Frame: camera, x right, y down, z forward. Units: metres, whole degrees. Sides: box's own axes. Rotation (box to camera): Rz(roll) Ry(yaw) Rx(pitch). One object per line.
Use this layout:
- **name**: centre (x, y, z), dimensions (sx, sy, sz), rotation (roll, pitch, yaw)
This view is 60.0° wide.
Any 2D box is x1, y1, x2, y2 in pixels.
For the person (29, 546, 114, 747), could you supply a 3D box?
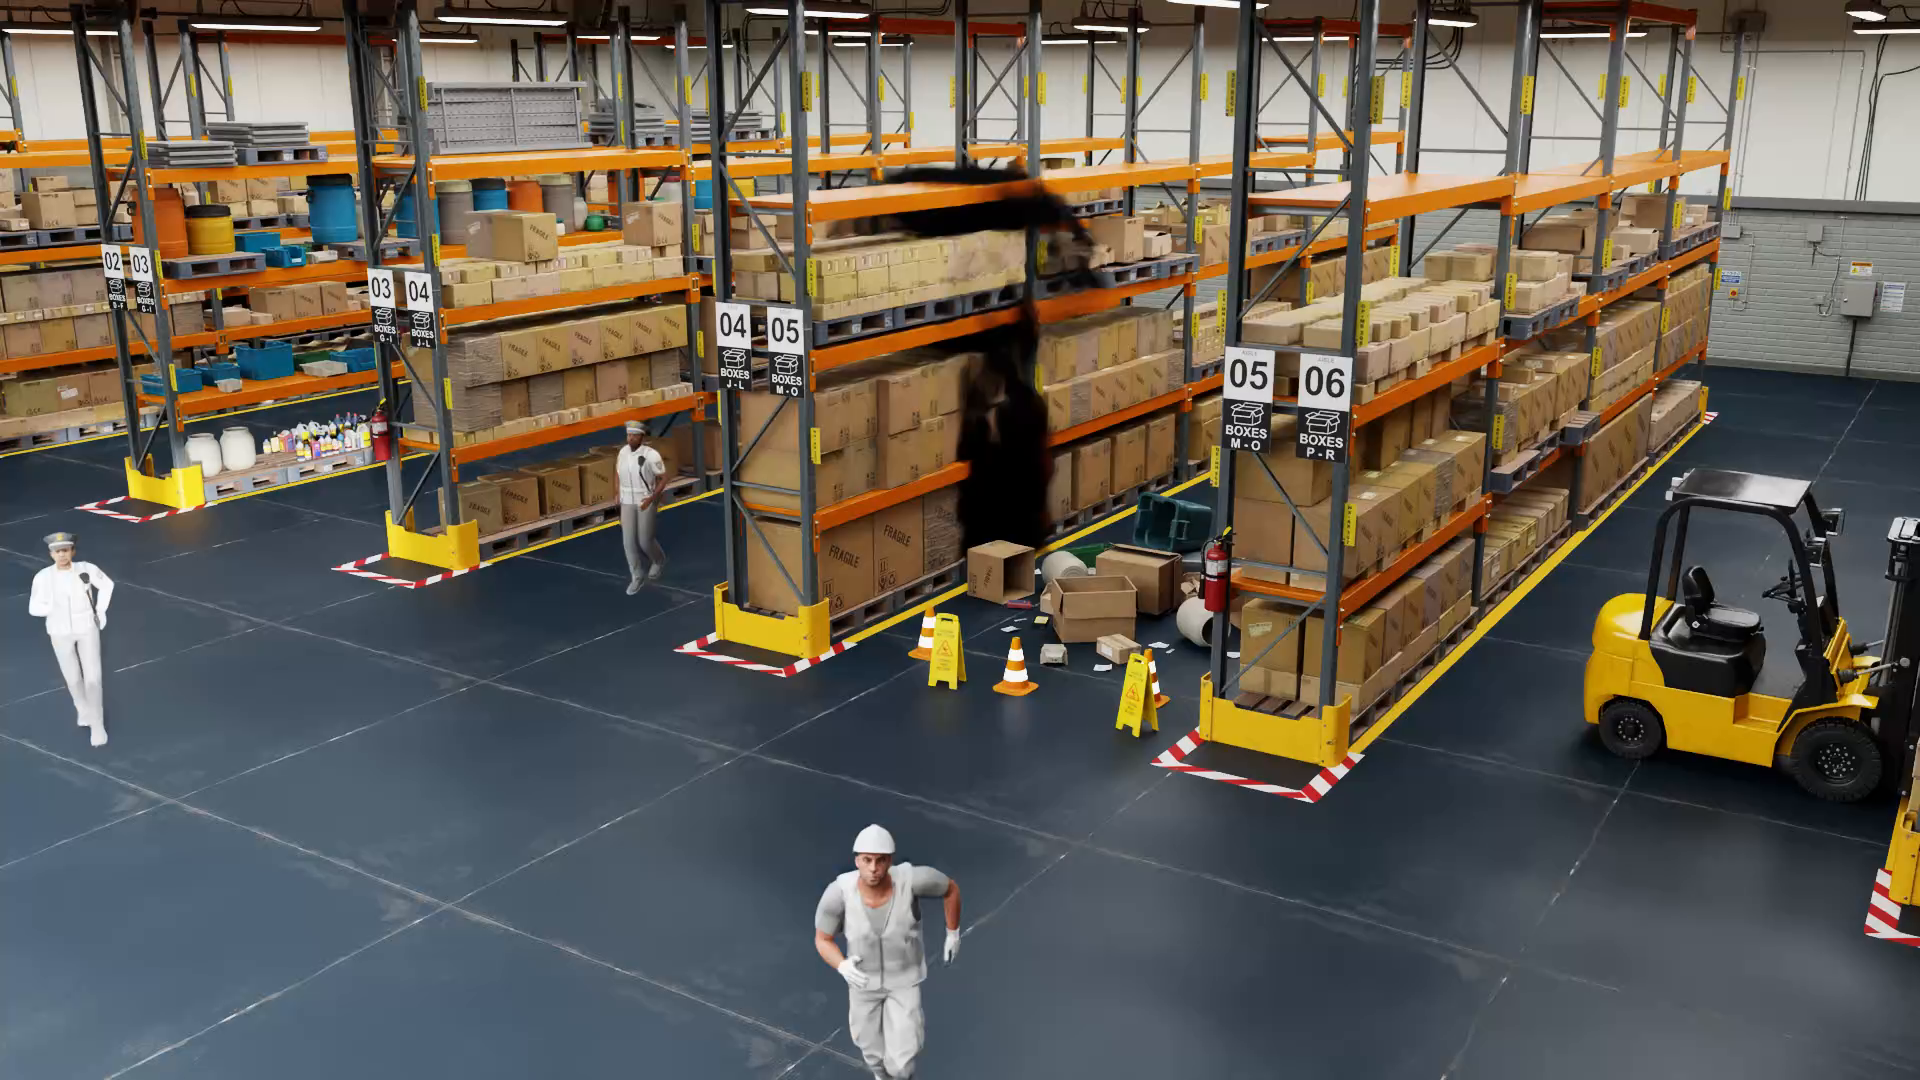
- **person**: centre (-7.076, 0.787, 13.330), dimensions (0.591, 1.686, 0.624), rotation (-6, 17, -22)

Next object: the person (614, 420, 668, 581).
- **person**: centre (-3.139, -0.413, 16.377), dimensions (0.592, 1.604, 0.540), rotation (4, 16, 13)

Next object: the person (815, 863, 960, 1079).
- **person**: centre (-0.355, 2.293, 8.134), dimensions (0.698, 1.509, 0.657), rotation (0, 16, 1)
